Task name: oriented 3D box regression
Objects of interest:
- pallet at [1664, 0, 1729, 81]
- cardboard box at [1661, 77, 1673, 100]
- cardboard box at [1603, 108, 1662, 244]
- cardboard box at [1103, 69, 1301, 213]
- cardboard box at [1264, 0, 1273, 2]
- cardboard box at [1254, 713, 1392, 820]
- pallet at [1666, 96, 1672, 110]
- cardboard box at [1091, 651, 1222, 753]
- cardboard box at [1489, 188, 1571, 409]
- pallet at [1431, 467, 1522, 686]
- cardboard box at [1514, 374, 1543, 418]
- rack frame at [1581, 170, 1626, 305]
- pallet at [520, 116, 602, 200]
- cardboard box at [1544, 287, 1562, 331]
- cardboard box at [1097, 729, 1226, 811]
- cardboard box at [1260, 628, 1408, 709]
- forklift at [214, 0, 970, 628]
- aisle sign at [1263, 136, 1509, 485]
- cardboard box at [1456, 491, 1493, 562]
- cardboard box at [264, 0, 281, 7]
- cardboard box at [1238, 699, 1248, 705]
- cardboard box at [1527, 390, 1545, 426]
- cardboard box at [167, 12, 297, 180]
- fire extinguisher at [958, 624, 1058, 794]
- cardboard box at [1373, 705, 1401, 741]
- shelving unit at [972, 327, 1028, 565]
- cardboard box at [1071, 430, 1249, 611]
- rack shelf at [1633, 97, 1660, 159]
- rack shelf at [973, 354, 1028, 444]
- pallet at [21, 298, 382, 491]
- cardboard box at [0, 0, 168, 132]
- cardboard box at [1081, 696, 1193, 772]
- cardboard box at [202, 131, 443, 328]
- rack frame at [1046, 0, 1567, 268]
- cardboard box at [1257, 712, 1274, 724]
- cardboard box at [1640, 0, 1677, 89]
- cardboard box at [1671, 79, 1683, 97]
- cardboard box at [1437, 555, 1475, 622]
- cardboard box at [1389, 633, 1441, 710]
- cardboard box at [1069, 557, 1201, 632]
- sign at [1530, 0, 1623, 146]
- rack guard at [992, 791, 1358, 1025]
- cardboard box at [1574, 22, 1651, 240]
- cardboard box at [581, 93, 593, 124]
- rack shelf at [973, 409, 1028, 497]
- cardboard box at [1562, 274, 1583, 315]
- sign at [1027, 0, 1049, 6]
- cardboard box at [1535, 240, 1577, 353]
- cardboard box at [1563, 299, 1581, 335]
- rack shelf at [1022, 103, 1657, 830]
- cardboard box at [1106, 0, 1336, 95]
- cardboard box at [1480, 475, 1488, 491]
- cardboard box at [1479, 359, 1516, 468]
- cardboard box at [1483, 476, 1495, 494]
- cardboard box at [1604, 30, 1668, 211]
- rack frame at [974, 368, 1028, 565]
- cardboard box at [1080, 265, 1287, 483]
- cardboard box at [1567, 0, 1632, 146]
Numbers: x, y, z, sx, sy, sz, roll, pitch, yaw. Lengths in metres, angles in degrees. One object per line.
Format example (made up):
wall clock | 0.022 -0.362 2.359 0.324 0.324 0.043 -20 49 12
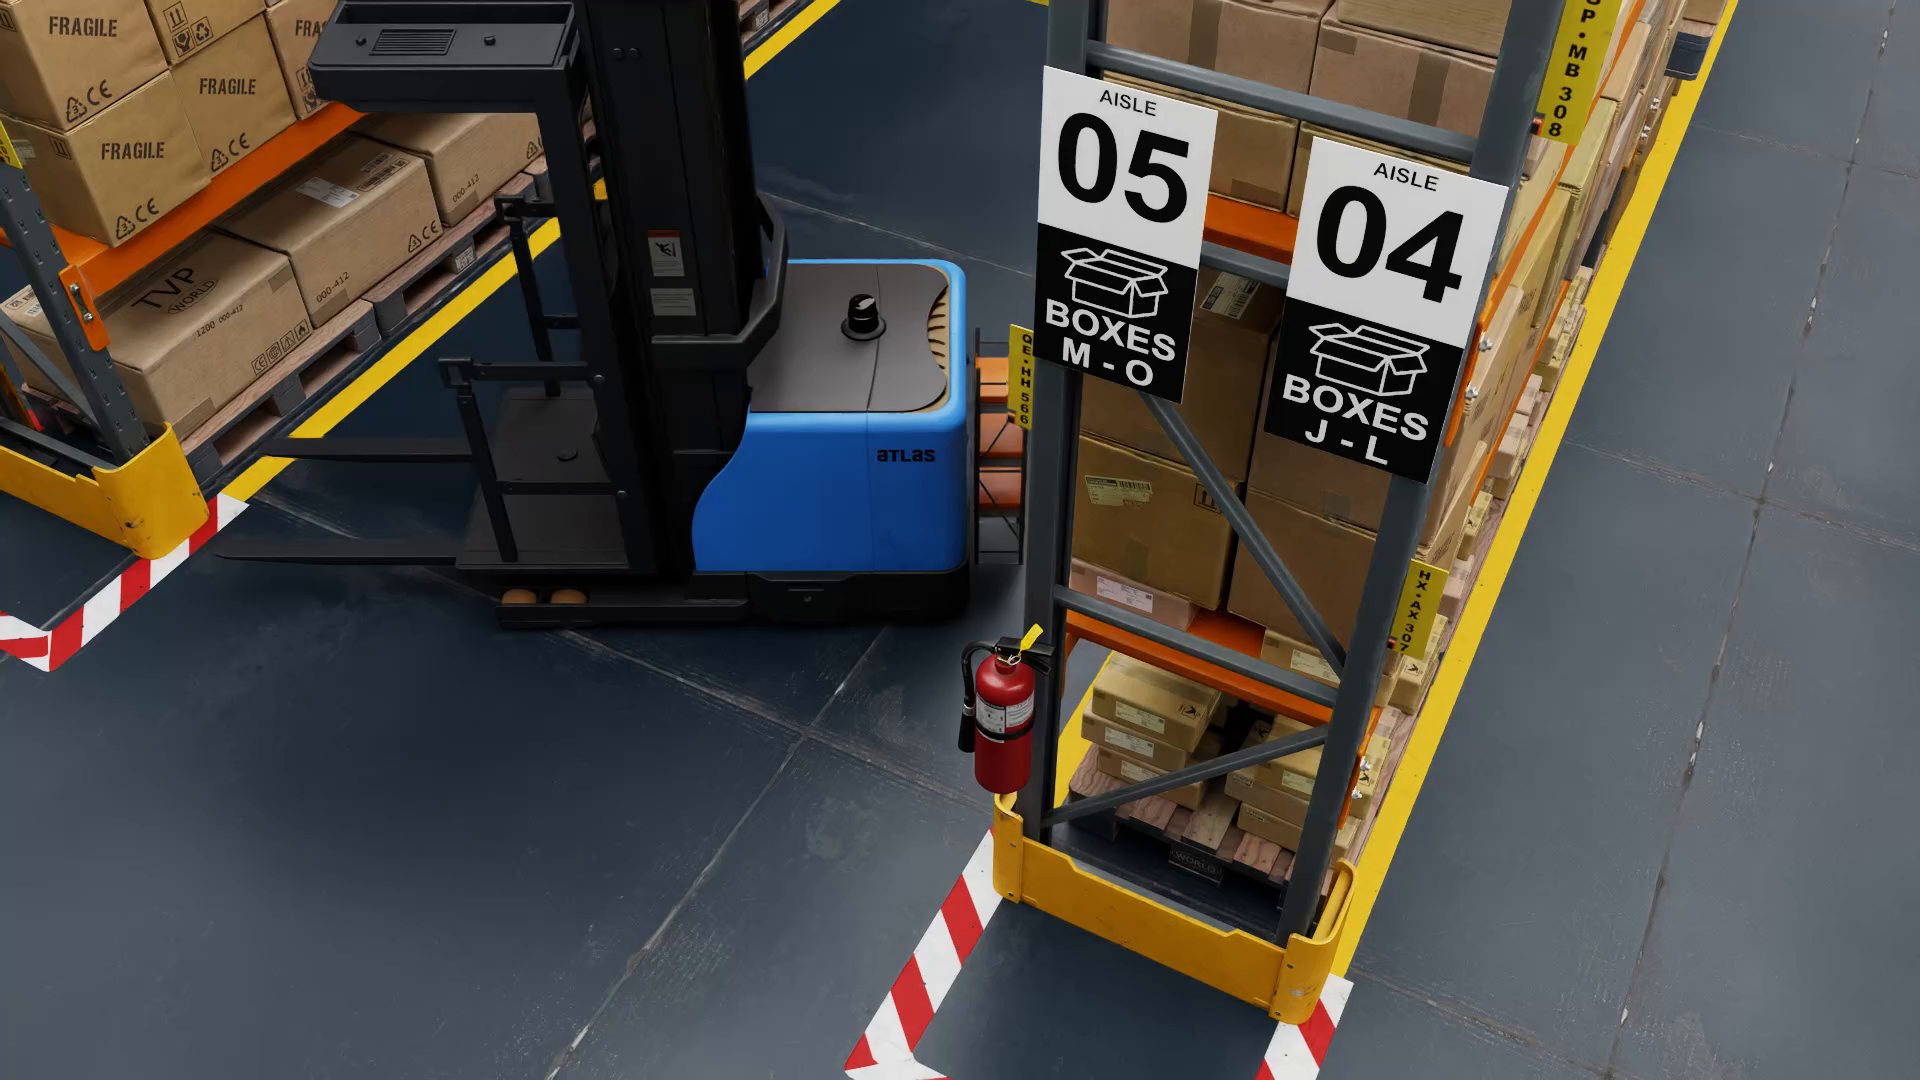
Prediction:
pallet | 2.994 -2.585 7.611 1.003 0.211 1.213 20 49 19
cardboard box | 3.332 -2.466 8.293 0.500 0.250 0.500 22 49 20
cardboard box | 3.088 -1.866 8.227 0.500 0.500 0.500 22 49 21
cardboard box | 0.630 -1.075 3.980 0.500 0.250 0.500 19 48 18
cardboard box | 0.547 -1.323 3.593 0.380 0.149 0.250 20 49 19
cardboard box | 1.198 0.728 5.492 0.380 0.149 0.250 18 48 17
pallet | 3.436 -2.501 9.354 1.003 0.211 1.213 20 49 19
cardboard box | 0.675 0.529 5.689 0.380 0.149 0.250 21 49 19
cardboard box | 1.325 -0.706 4.636 0.500 0.500 0.500 22 49 20
pallet | 1.665 -0.033 6.914 1.003 0.211 1.213 20 49 19
cardboard box | 2.149 -0.592 6.796 0.380 0.149 0.250 18 48 17
rack frame | 2.510 -2.219 7.114 1.000 3.000 0.127 20 49 19
pallet | -2.343 -2.356 9.210 1.003 0.211 1.213 20 49 19
cardboard box | 1.923 -0.865 5.952 0.380 0.149 0.250 21 49 20
cardboard box | 0.713 0.755 5.884 0.380 0.149 0.250 21 49 20
cardboard box | 1.094 0.293 4.808 0.380 0.149 0.250 20 49 19
forklift | -1.479 -1.054 6.011 3.031 2.935 1.130 0 45 0
aisle sign | 0.885 -0.468 3.556 0.394 0.787 0.004 20 49 19
cardboard box | 1.791 -0.107 6.318 0.380 0.149 0.250 21 49 20
cardboard box | -2.837 -2.520 6.638 0.500 0.500 0.500 20 49 19
cardboard box | 0.942 0.421 6.214 0.380 0.149 0.250 20 49 19
cardboard box | 2.370 -0.681 7.303 0.380 0.149 0.250 19 48 18
cardboard box | -3.091 -1.841 6.670 0.500 0.500 0.500 20 49 19
fire extinguisher | 0.128 0.465 4.778 0.296 0.674 0.183 20 49 19
cardboard box | 1.301 0.652 5.777 0.380 0.149 0.250 20 49 19
shelving unit | 0.160 -0.355 6.643 0.215 1.050 0.252 0 45 0
cardboard box | 0.634 -0.207 4.846 0.500 0.500 0.500 21 49 20
rack shelf | 3.439 -3.226 8.615 1.077 0.370 4.000 20 49 19
rack shelf | 0.160 -0.547 6.449 0.215 0.259 0.240 0 45 0
pallet | -3.476 -0.819 7.691 1.003 0.211 1.213 20 49 19
cardboard box | -3.303 -1.865 5.991 0.500 0.500 0.500 19 48 18
cardboard box | 0.646 0.624 5.804 0.380 0.149 0.250 19 48 18
cardboard box | -3.143 -1.545 7.954 0.875 0.438 0.875 22 49 20
rack frame | 0.653 -1.808 2.490 1.000 3.000 0.127 20 49 19
cardboard box | 1.229 0.739 5.900 0.380 0.149 0.250 20 49 19
cardboard box | 2.296 -1.997 5.913 0.500 0.500 0.500 19 48 18
cardboard box | 3.818 -2.843 9.193 0.500 0.500 0.500 18 48 17
cardboard box | 1.781 0.135 6.497 0.380 0.149 0.250 18 48 17
cardboard box | 1.449 0.398 5.818 0.380 0.149 0.250 20 49 19
cardboard box | 0.554 0.090 5.008 0.380 0.149 0.250 21 49 19
sign | 1.134 -0.882 3.069 0.100 0.325 0.005 20 49 19
rack guard | 0.689 1.132 5.560 1.175 0.500 0.348 20 49 19
cardboard box | 1.820 -1.348 5.271 0.500 0.500 0.500 19 48 18
cardboard box | -2.308 -2.677 9.073 0.875 0.438 0.875 20 49 19
rack shelf | 0.160 -0.348 6.650 0.215 0.259 0.240 0 45 0
cardboard box | 2.492 -1.090 7.289 0.380 0.149 0.250 21 49 20
sign | 0.171 -1.261 3.435 0.100 0.325 0.005 20 49 19
cardboard box | 1.802 -1.004 5.633 0.500 0.500 0.500 19 48 18
cardboard box | 2.531 -0.991 7.401 0.380 0.149 0.250 18 48 17
rack shelf | 1.582 -0.706 6.125 1.077 0.370 4.000 20 49 19
cardboard box | 0.642 -1.251 3.802 0.500 0.250 0.500 19 48 18
cardboard box | 1.976 -0.362 6.779 0.380 0.149 0.250 18 48 17
cardboard box | 1.332 -0.376 5.013 0.500 0.500 0.500 21 49 19
cardboard box | 1.969 -0.211 6.839 0.380 0.149 0.250 21 49 20
cardboard box | 2.294 -1.634 6.256 0.500 0.500 0.500 19 48 18
rack frame | 0.160 -0.269 6.557 0.200 1.050 0.008 0 45 0
cardboard box | 0.645 -0.561 4.493 0.500 0.500 0.500 20 49 18
cardboard box | 1.337 -1.230 4.133 0.500 0.250 0.500 22 49 20
